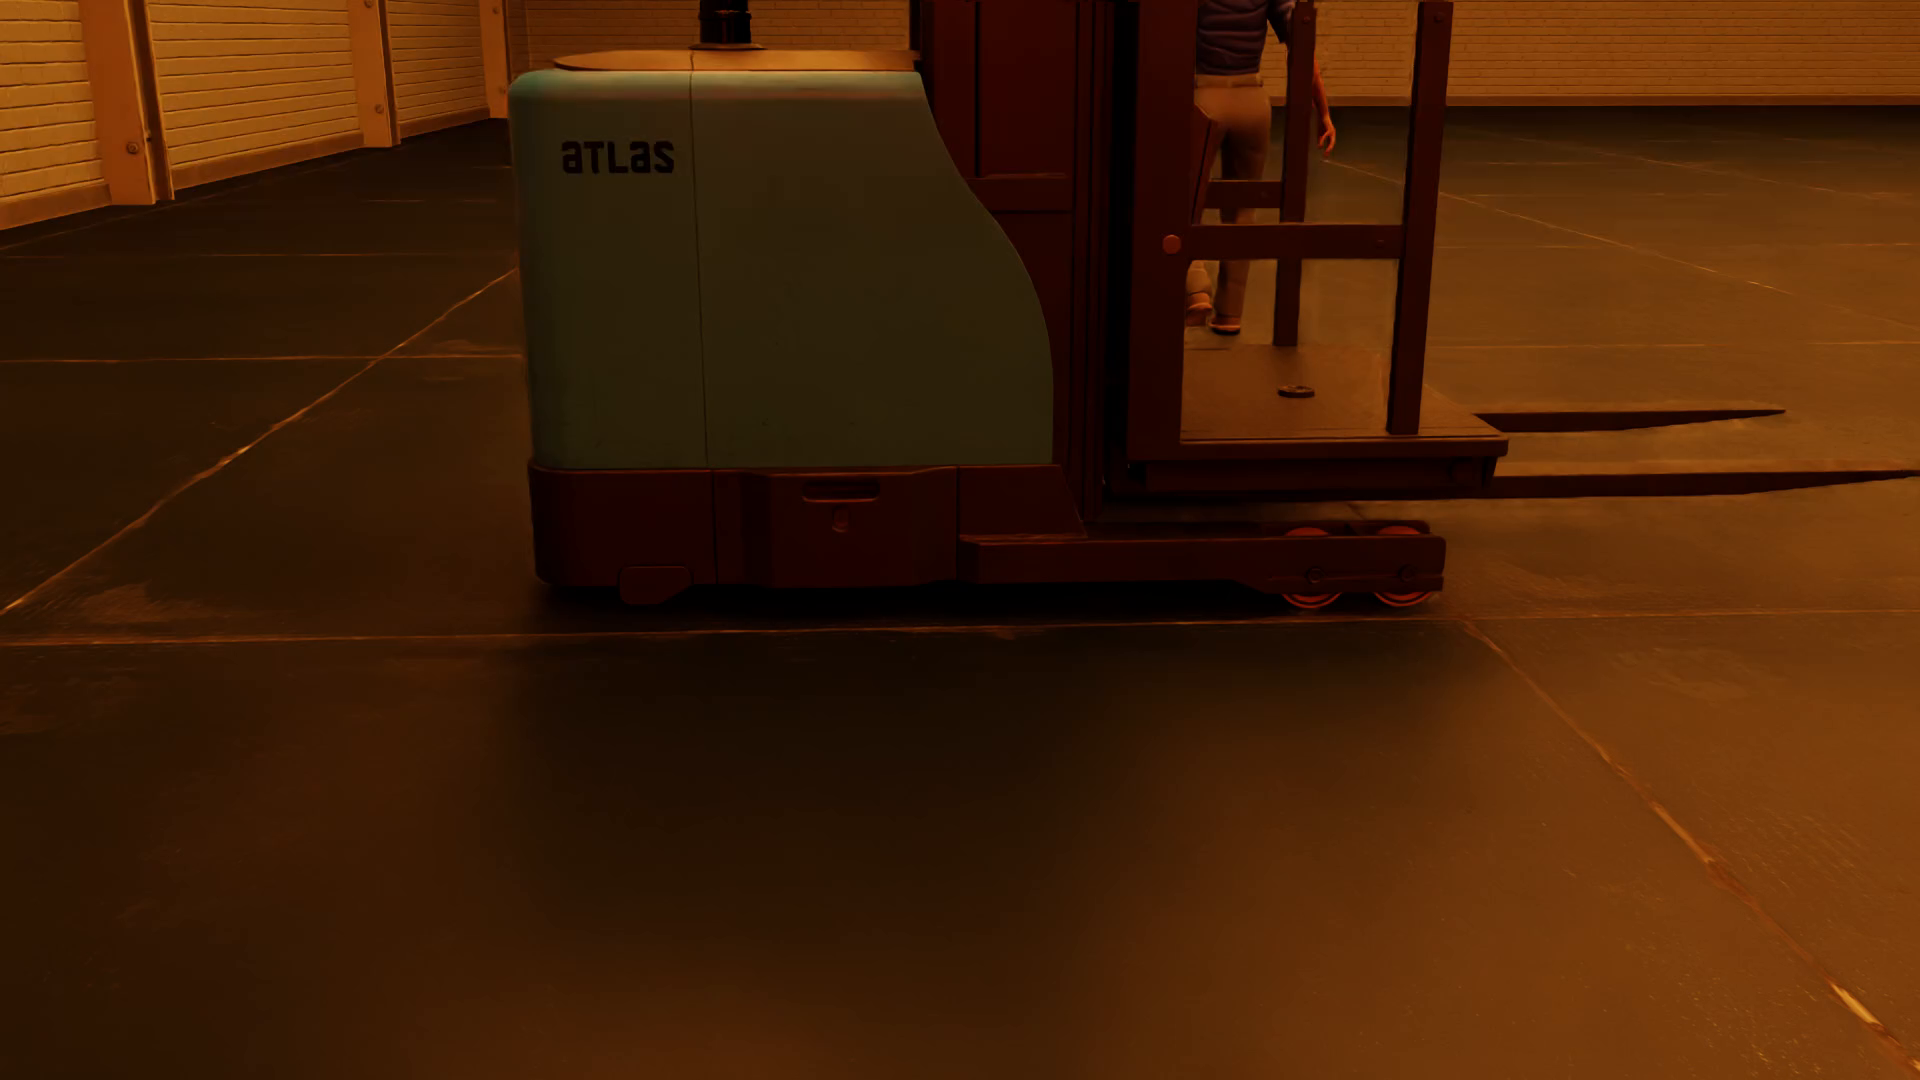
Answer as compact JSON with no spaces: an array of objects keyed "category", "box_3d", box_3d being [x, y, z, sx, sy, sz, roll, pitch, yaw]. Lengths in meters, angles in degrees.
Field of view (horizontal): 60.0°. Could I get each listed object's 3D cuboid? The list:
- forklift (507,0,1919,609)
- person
[{"category":"forklift","box_3d":[0.610,-1.414,3.529,3.031,2.935,1.130,-1,17,-3]},{"category":"person","box_3d":[1.003,-1.586,6.320,0.779,1.641,0.663,-1,17,-4]}]
